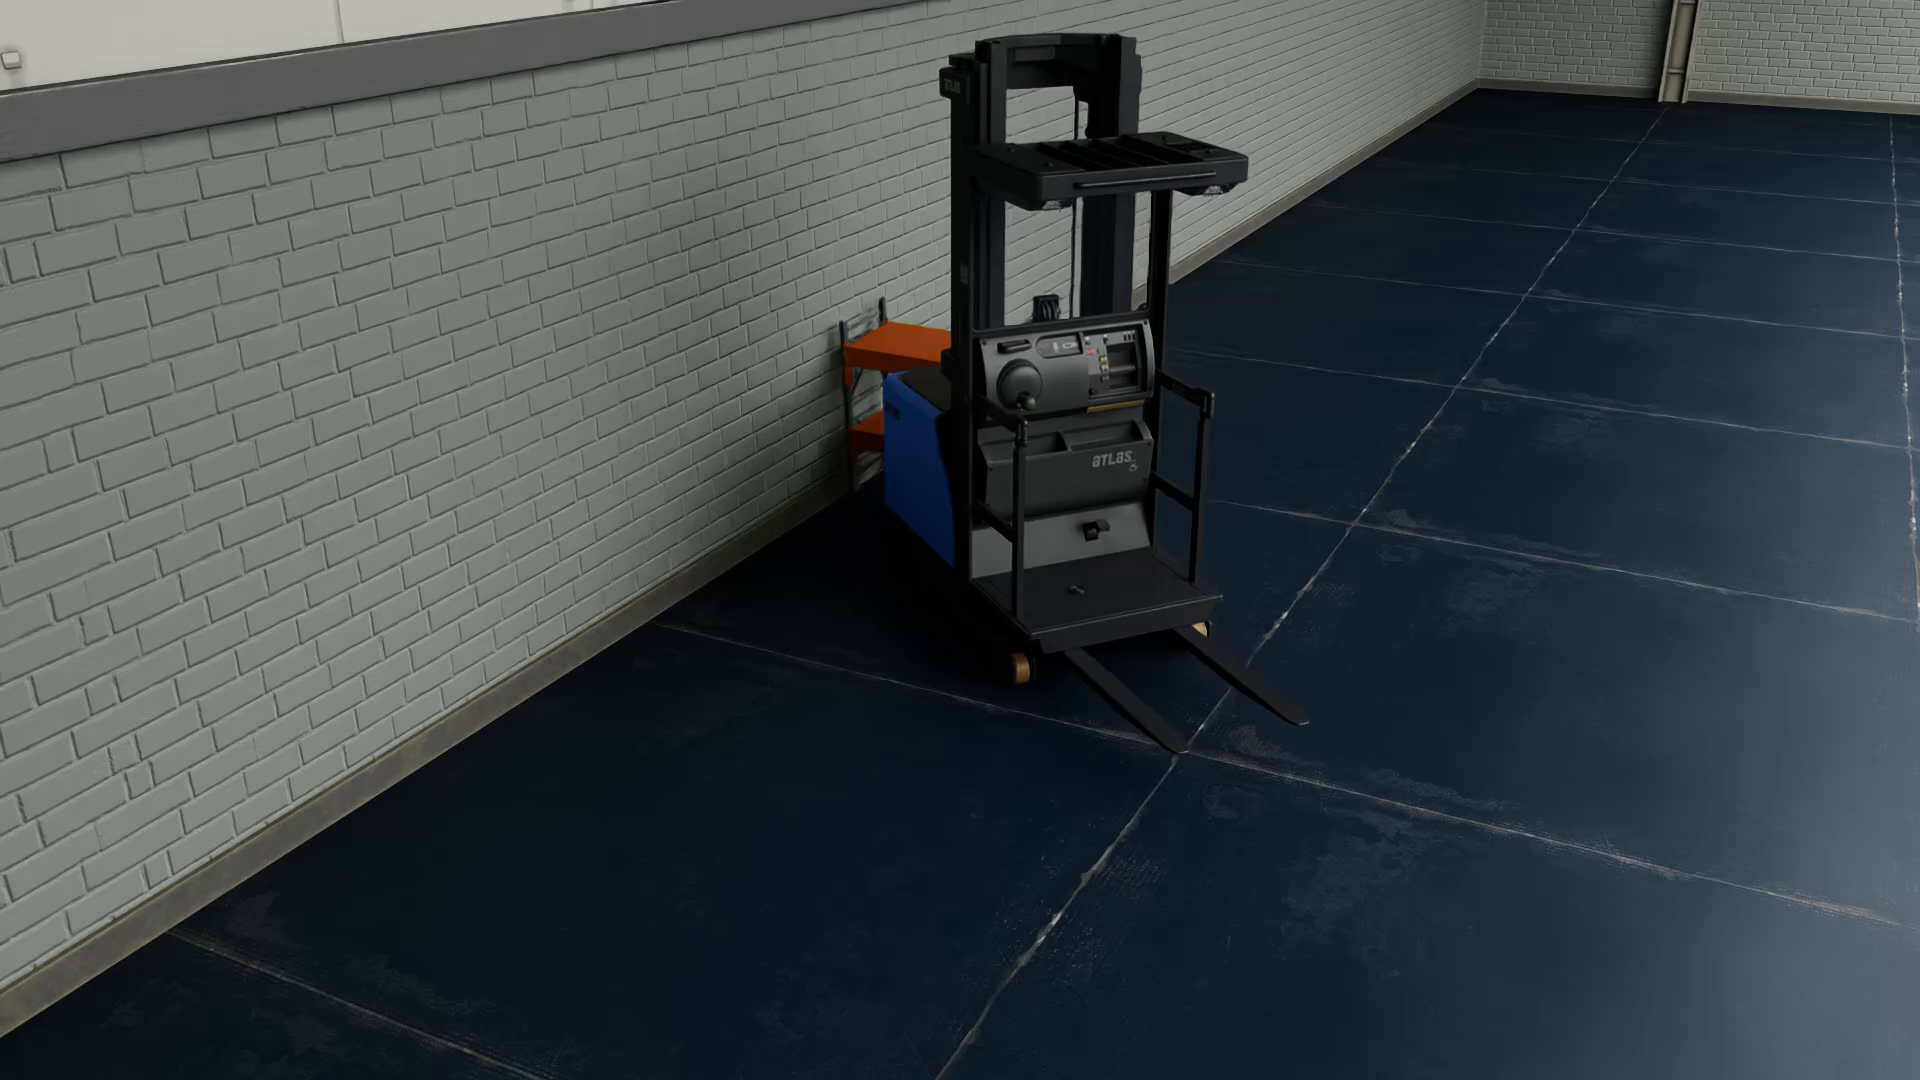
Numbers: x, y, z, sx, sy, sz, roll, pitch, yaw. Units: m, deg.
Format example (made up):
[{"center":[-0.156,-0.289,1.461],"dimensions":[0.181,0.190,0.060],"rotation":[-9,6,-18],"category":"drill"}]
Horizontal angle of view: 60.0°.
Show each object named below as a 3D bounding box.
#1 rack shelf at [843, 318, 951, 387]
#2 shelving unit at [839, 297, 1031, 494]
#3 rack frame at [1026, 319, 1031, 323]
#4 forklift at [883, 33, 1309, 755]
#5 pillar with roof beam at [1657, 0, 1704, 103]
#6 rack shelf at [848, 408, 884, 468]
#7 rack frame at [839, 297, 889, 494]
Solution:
[{"center":[-0.135,-1.062,10.006],"dimensions":[1.000,0.278,0.538],"rotation":[12,30,25],"category":"rack shelf"},{"center":[-0.127,-0.801,10.137],"dimensions":[1.048,1.125,0.538],"rotation":[12,30,25],"category":"shelving unit"},{"center":[0.322,-0.704,9.918],"dimensions":[0.032,1.125,0.500],"rotation":[12,30,25],"category":"rack frame"},{"center":[0.618,-0.832,7.960],"dimensions":[1.130,2.935,3.031],"rotation":[-10,25,-22],"category":"forklift"},{"center":[9.075,-9.431,20.428],"dimensions":[0.400,9.000,9.100],"rotation":[11,25,25],"category":"pillar with roof beam"},{"center":[-0.120,-0.583,10.247],"dimensions":[1.000,0.278,0.538],"rotation":[12,30,25],"category":"rack shelf"},{"center":[-0.575,-0.898,10.356],"dimensions":[0.032,1.125,0.500],"rotation":[12,30,25],"category":"rack frame"}]
